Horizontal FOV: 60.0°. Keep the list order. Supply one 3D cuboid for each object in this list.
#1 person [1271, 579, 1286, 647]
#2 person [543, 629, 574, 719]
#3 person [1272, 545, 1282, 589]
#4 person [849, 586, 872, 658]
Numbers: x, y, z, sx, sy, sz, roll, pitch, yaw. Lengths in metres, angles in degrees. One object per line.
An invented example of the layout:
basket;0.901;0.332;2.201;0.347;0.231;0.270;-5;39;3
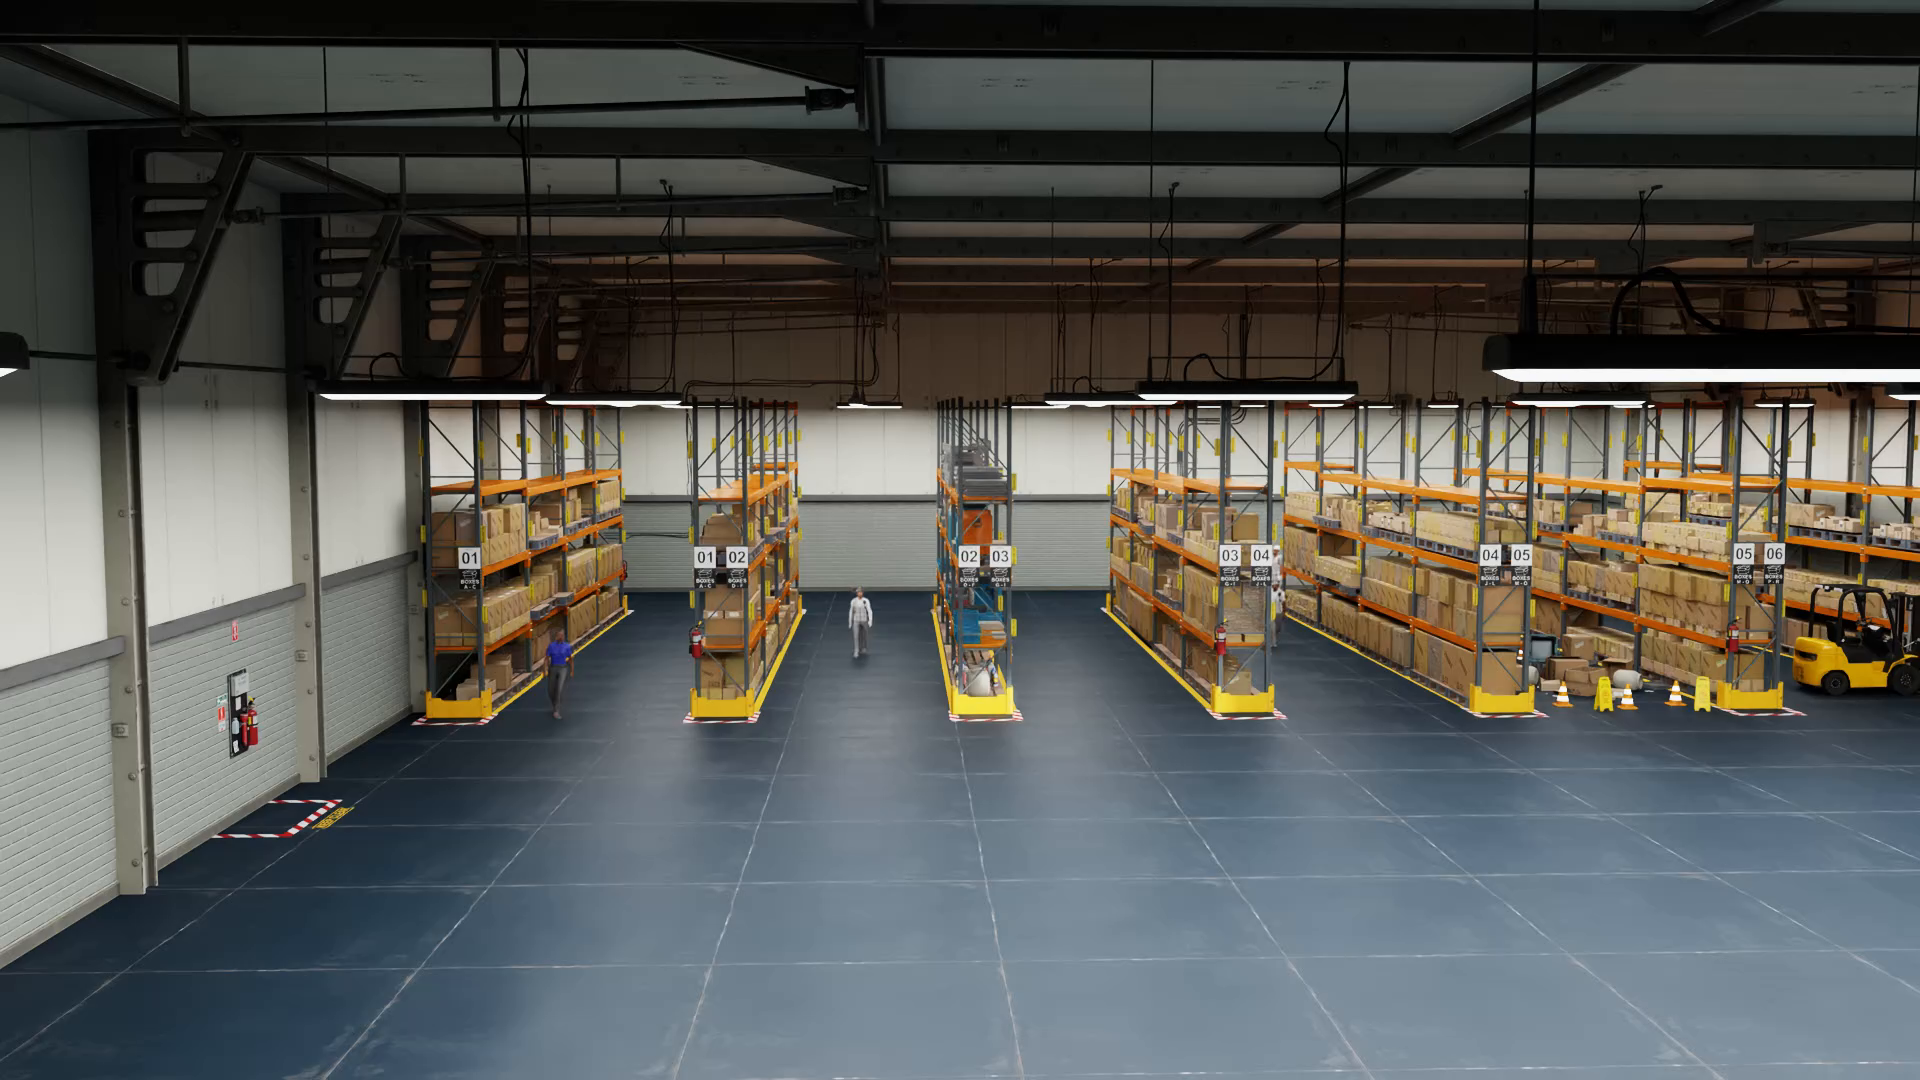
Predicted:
person;7.694;1.759;40.617;0.445;1.626;0.863;0;4;-5
person;-7.573;2.499;31.388;0.538;1.650;0.786;-1;4;-7
person;9.291;1.046;48.893;0.468;1.791;0.561;-2;5;-21
person;-2.329;1.889;38.814;0.564;1.623;1.023;0;4;1
